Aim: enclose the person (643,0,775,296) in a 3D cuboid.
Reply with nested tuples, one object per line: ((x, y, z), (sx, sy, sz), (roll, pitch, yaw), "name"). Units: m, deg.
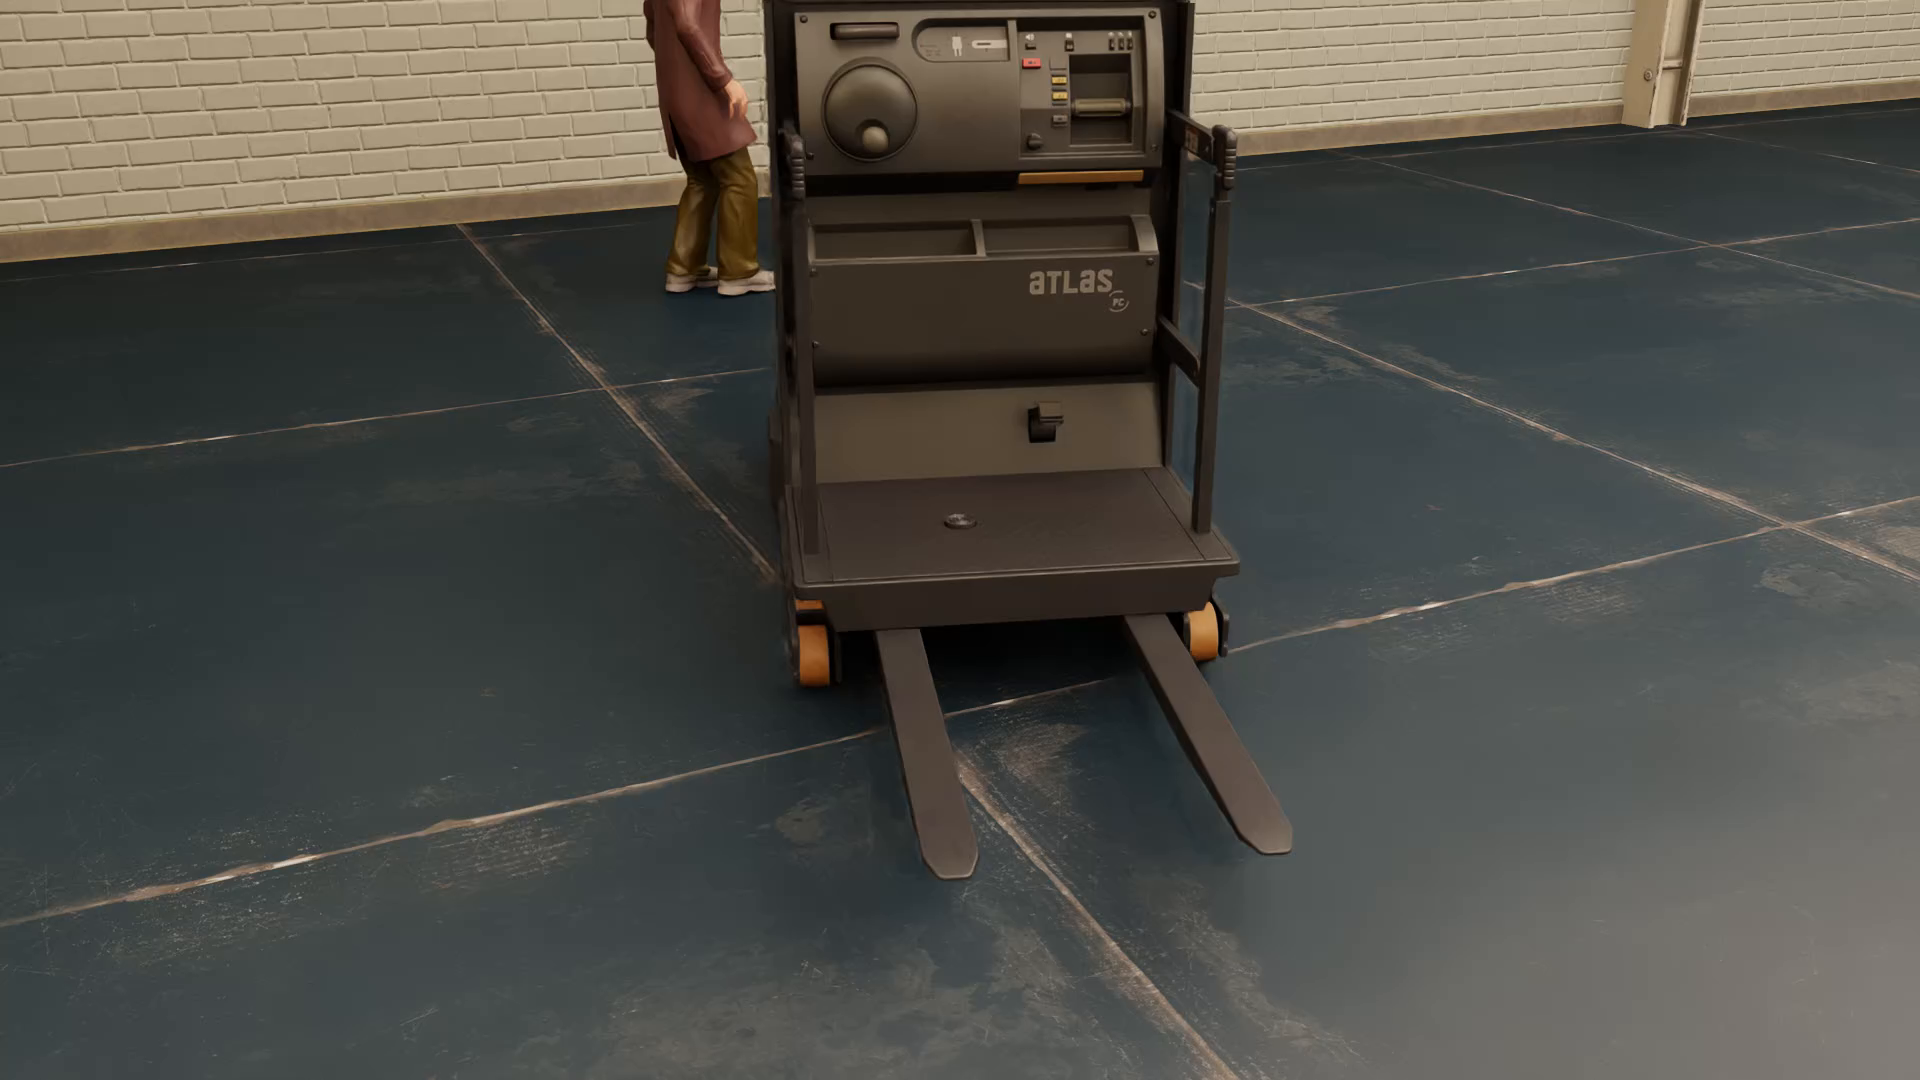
((-1.160, -2.038, 7.731), (0.556, 1.758, 0.796), (-13, 26, -28), "person")

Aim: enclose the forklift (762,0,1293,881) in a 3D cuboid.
((0.085, -1.122, 3.986), (1.130, 2.935, 3.031), (-3, 23, -7), "forklift")
